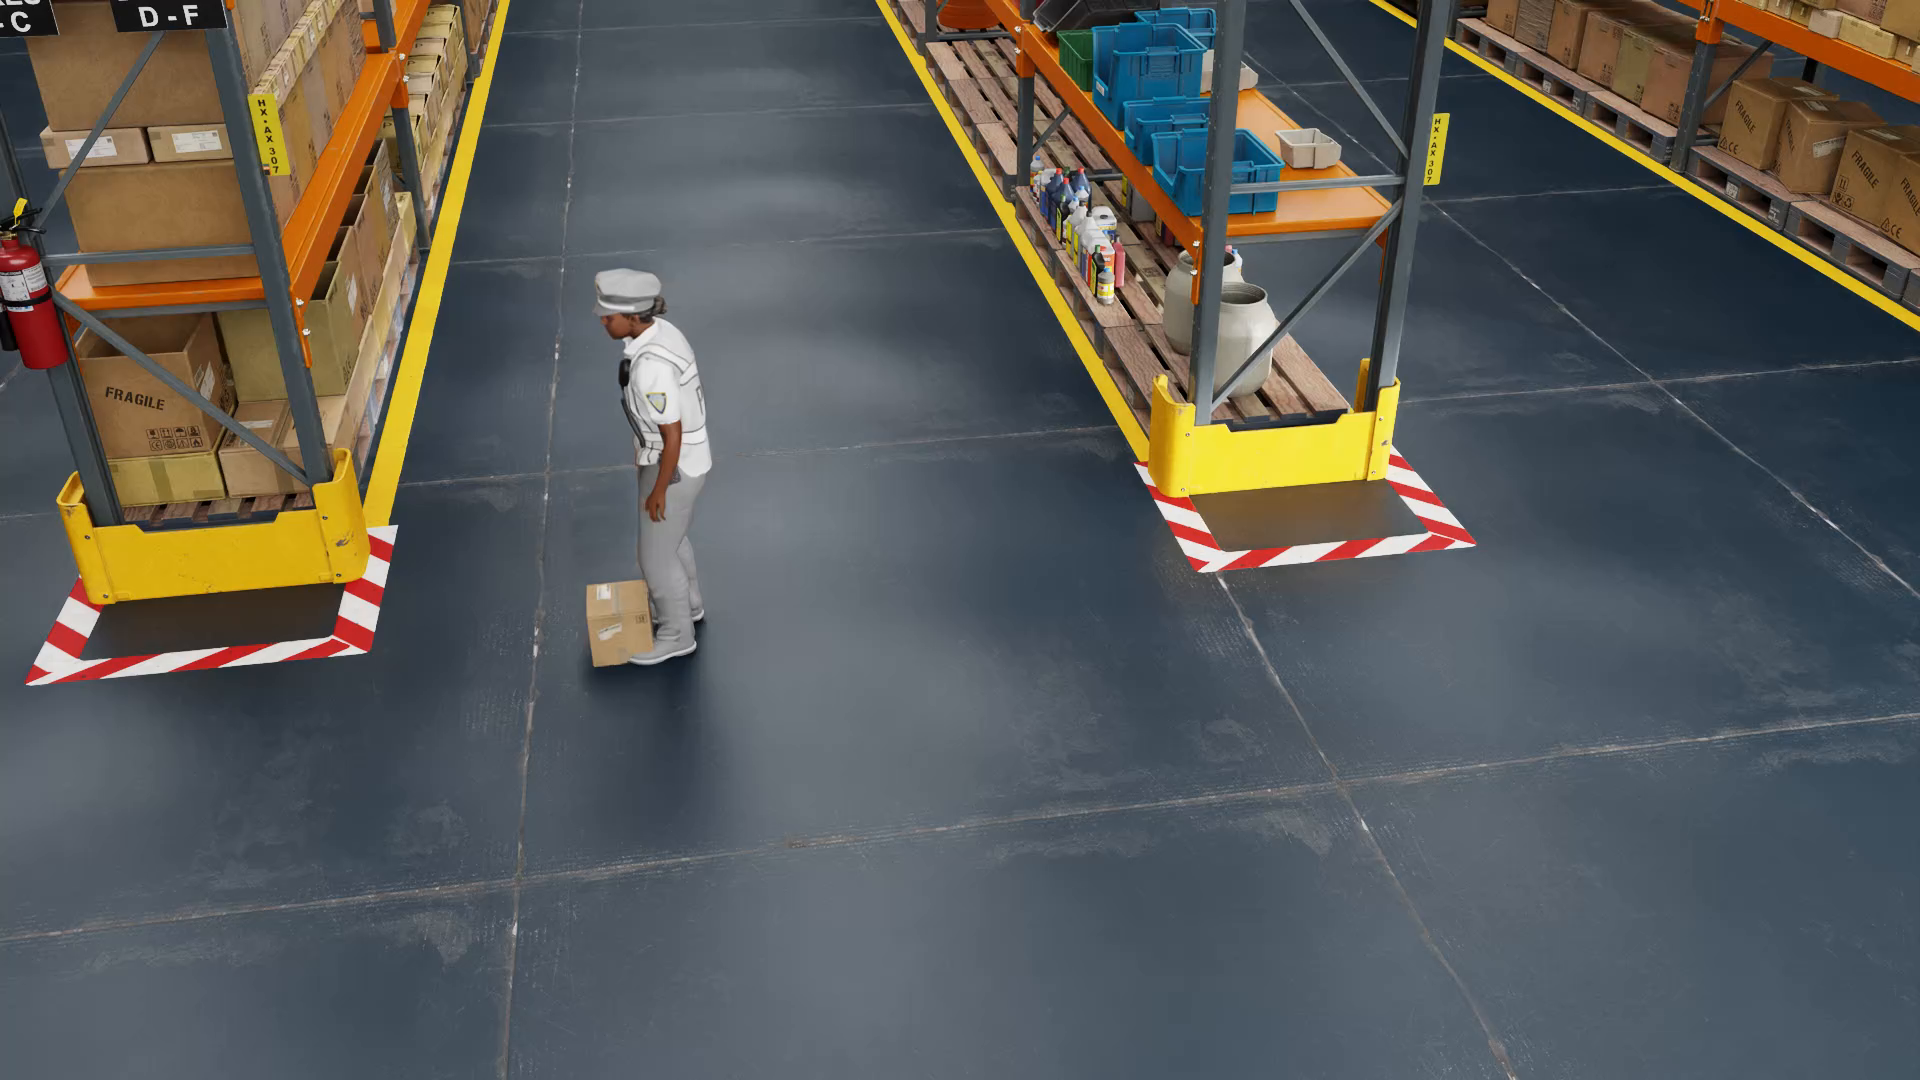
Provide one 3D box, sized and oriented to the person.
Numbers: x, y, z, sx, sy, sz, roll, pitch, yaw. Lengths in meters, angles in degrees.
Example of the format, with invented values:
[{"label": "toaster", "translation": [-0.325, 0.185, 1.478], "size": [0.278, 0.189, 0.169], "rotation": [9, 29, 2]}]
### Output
[{"label": "person", "translation": [-1.206, -0.292, 6.622], "size": [0.425, 1.657, 0.492], "rotation": [-6, 31, -11]}]
